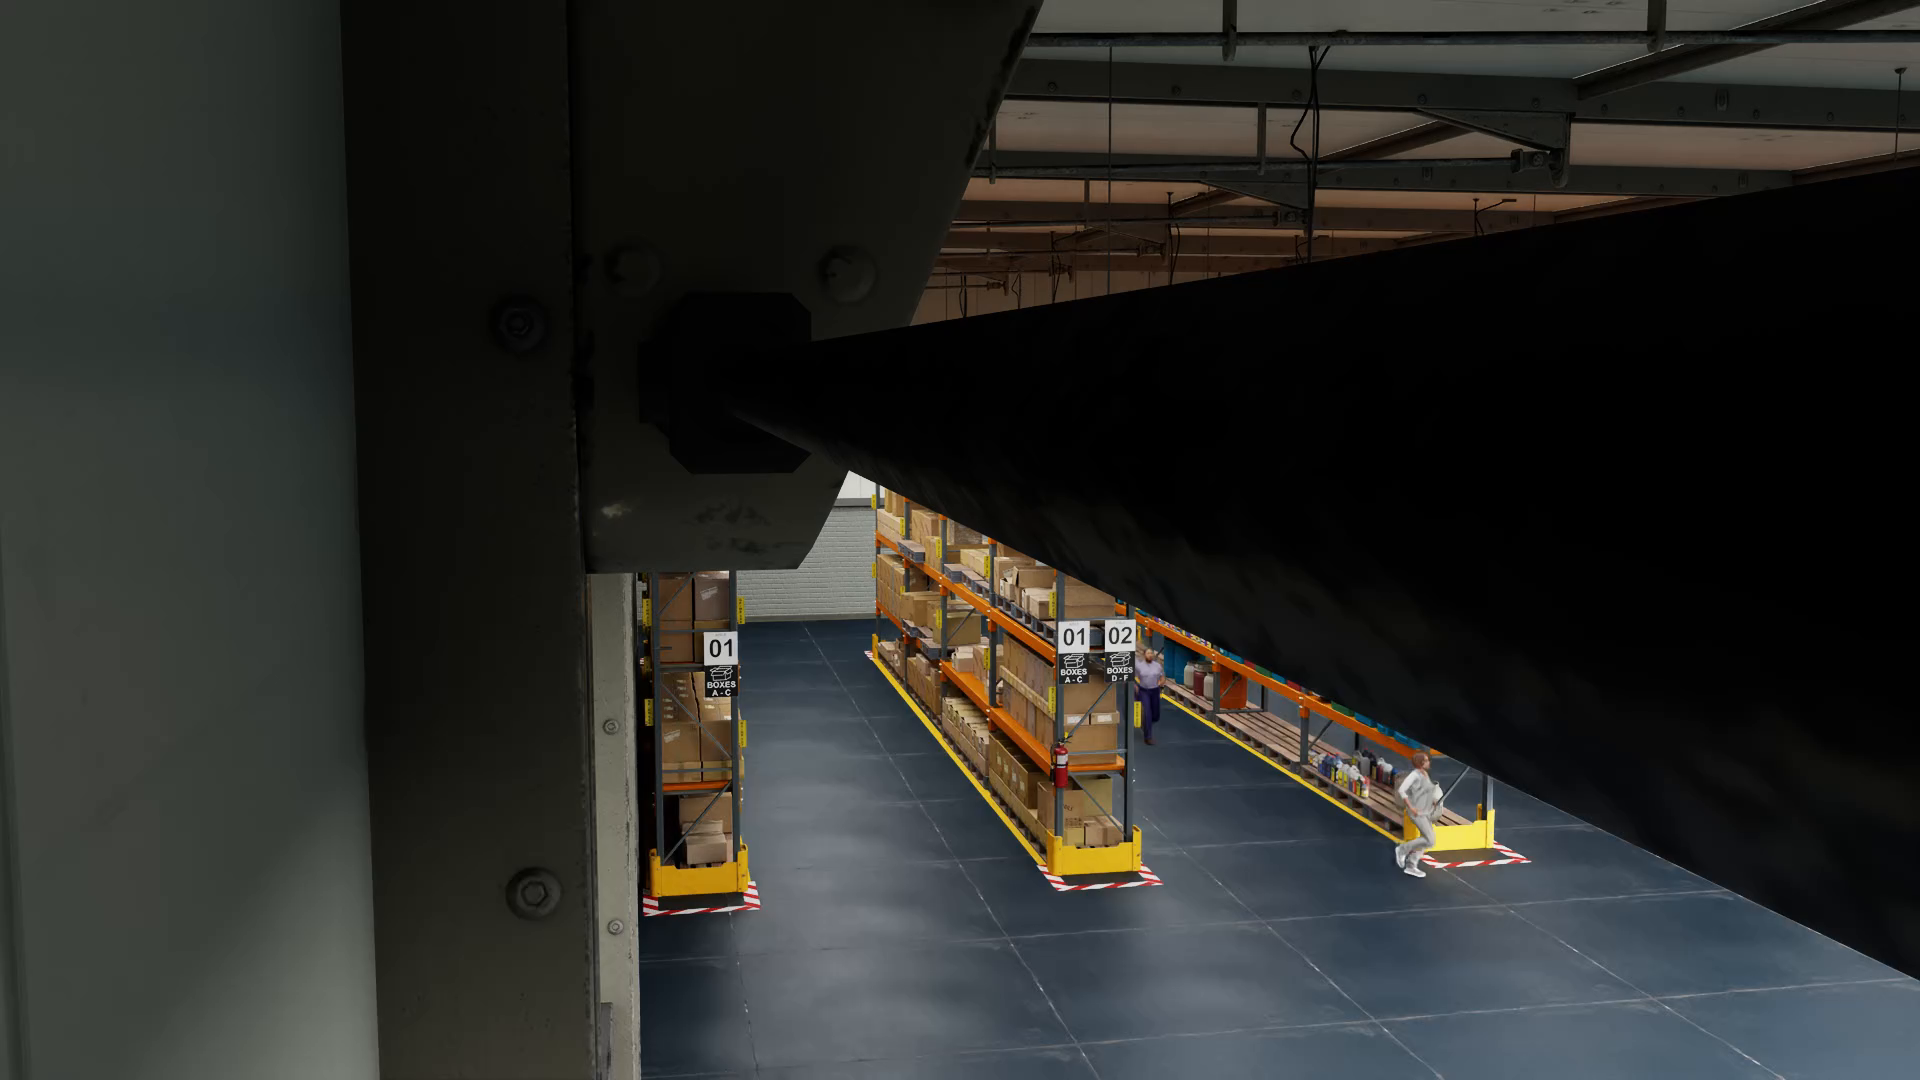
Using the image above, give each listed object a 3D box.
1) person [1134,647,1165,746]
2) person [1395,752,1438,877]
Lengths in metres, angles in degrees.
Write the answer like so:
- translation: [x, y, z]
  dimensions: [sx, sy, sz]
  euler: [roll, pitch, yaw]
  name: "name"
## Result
- translation: [3.184, 2.627, 28.249]
  dimensions: [0.620, 1.613, 0.823]
  euler: [-1, 6, -13]
  name: "person"
- translation: [5.761, 3.438, 20.859]
  dimensions: [0.491, 1.527, 0.540]
  euler: [4, 7, 31]
  name: "person"
